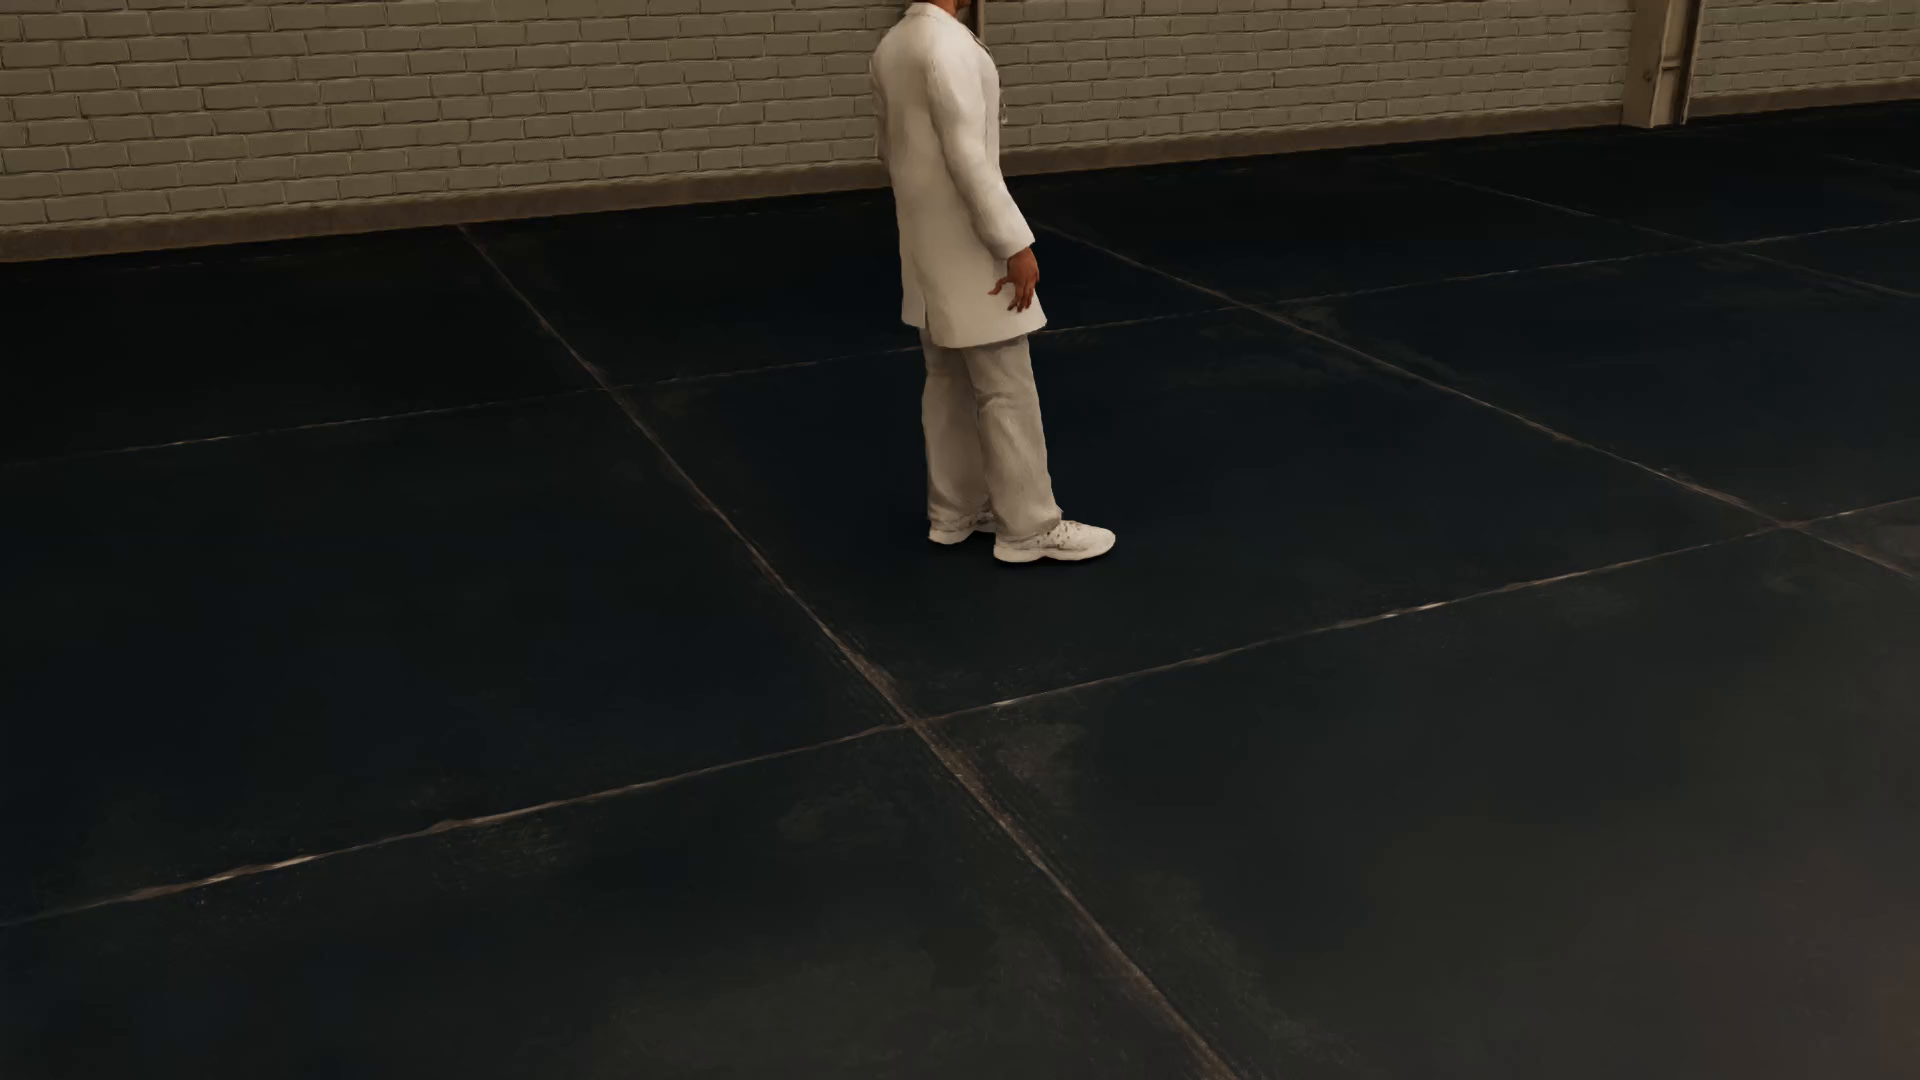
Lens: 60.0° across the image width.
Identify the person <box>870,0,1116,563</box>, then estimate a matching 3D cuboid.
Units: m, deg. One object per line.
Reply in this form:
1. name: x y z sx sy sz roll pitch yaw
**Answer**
1. person: 0.084 -0.841 4.795 0.579 1.776 0.694 -10 25 -23
